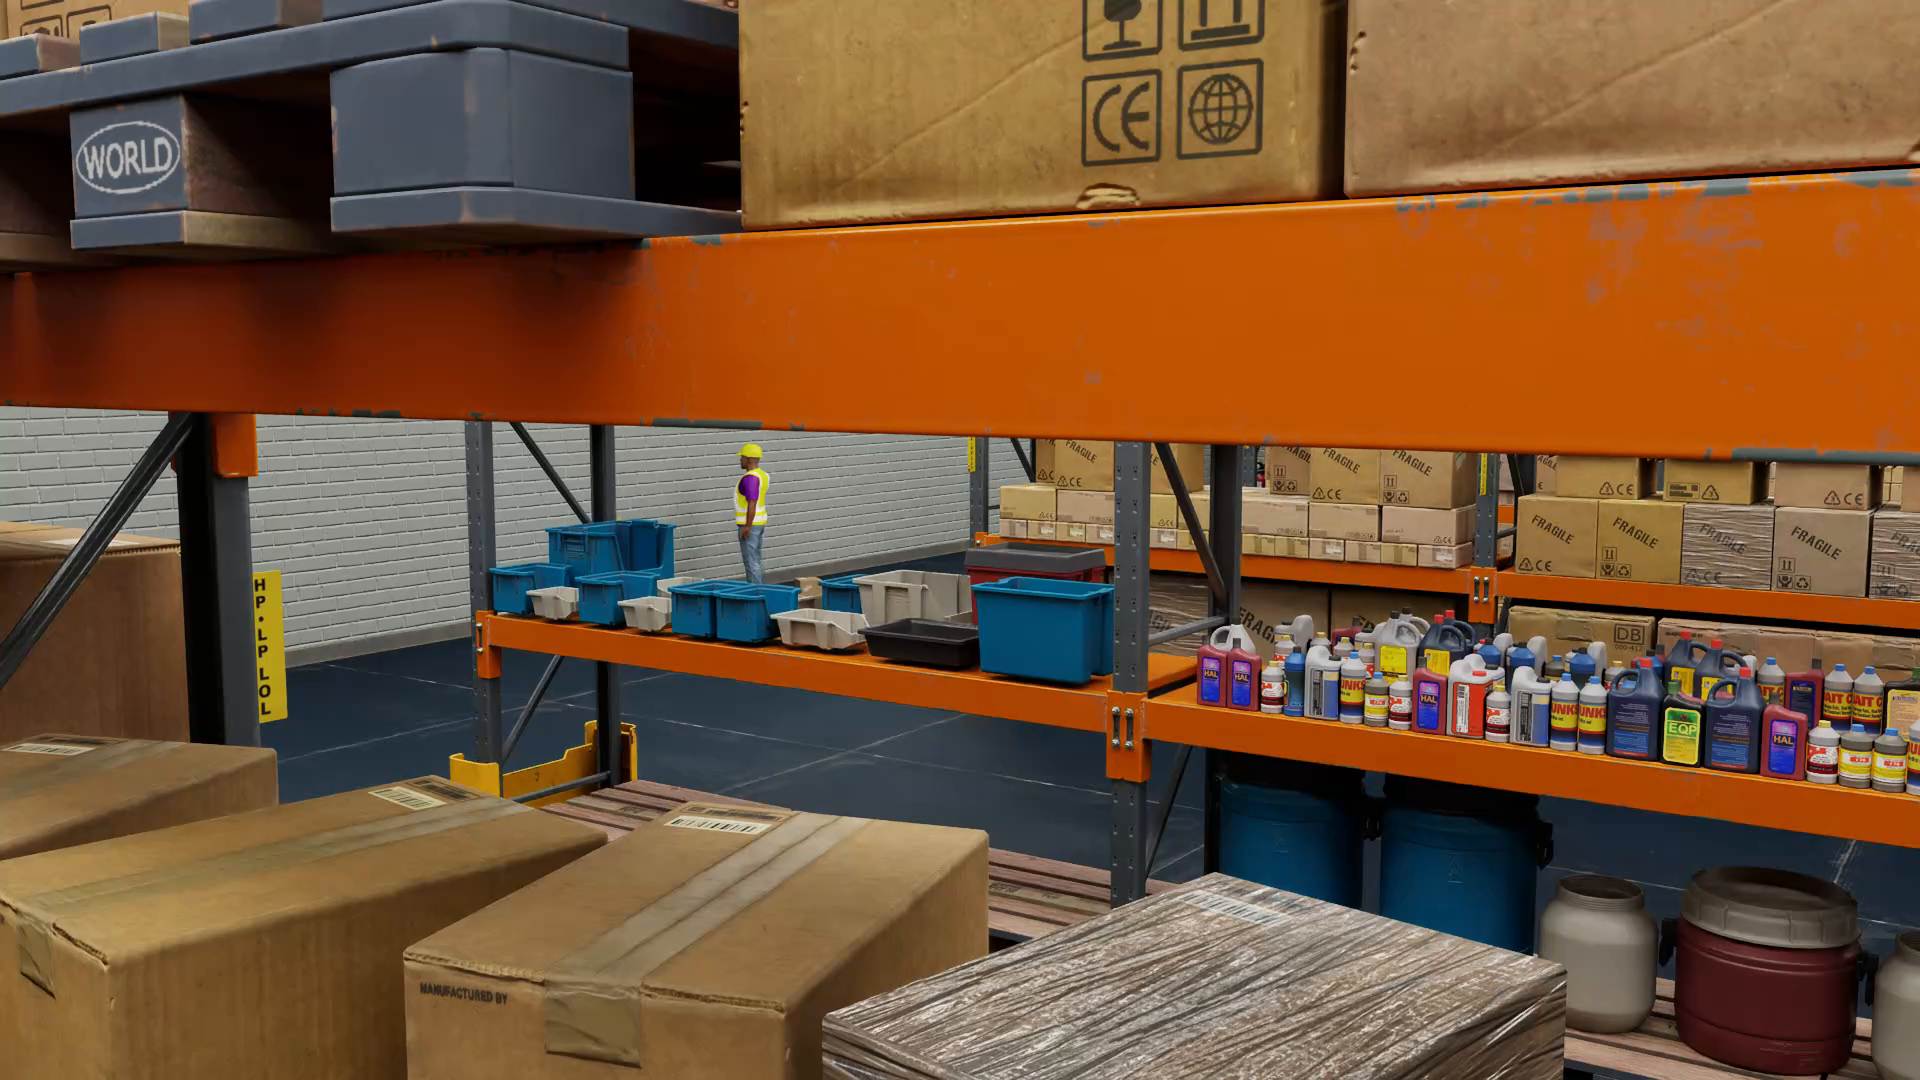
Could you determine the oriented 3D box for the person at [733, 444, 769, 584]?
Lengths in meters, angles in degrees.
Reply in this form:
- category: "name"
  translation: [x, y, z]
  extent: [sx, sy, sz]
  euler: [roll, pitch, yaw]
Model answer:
- category: "person"
  translation: [-2.291, -0.161, 18.119]
  extent: [0.368, 1.771, 0.562]
  euler: [1, 6, 7]
